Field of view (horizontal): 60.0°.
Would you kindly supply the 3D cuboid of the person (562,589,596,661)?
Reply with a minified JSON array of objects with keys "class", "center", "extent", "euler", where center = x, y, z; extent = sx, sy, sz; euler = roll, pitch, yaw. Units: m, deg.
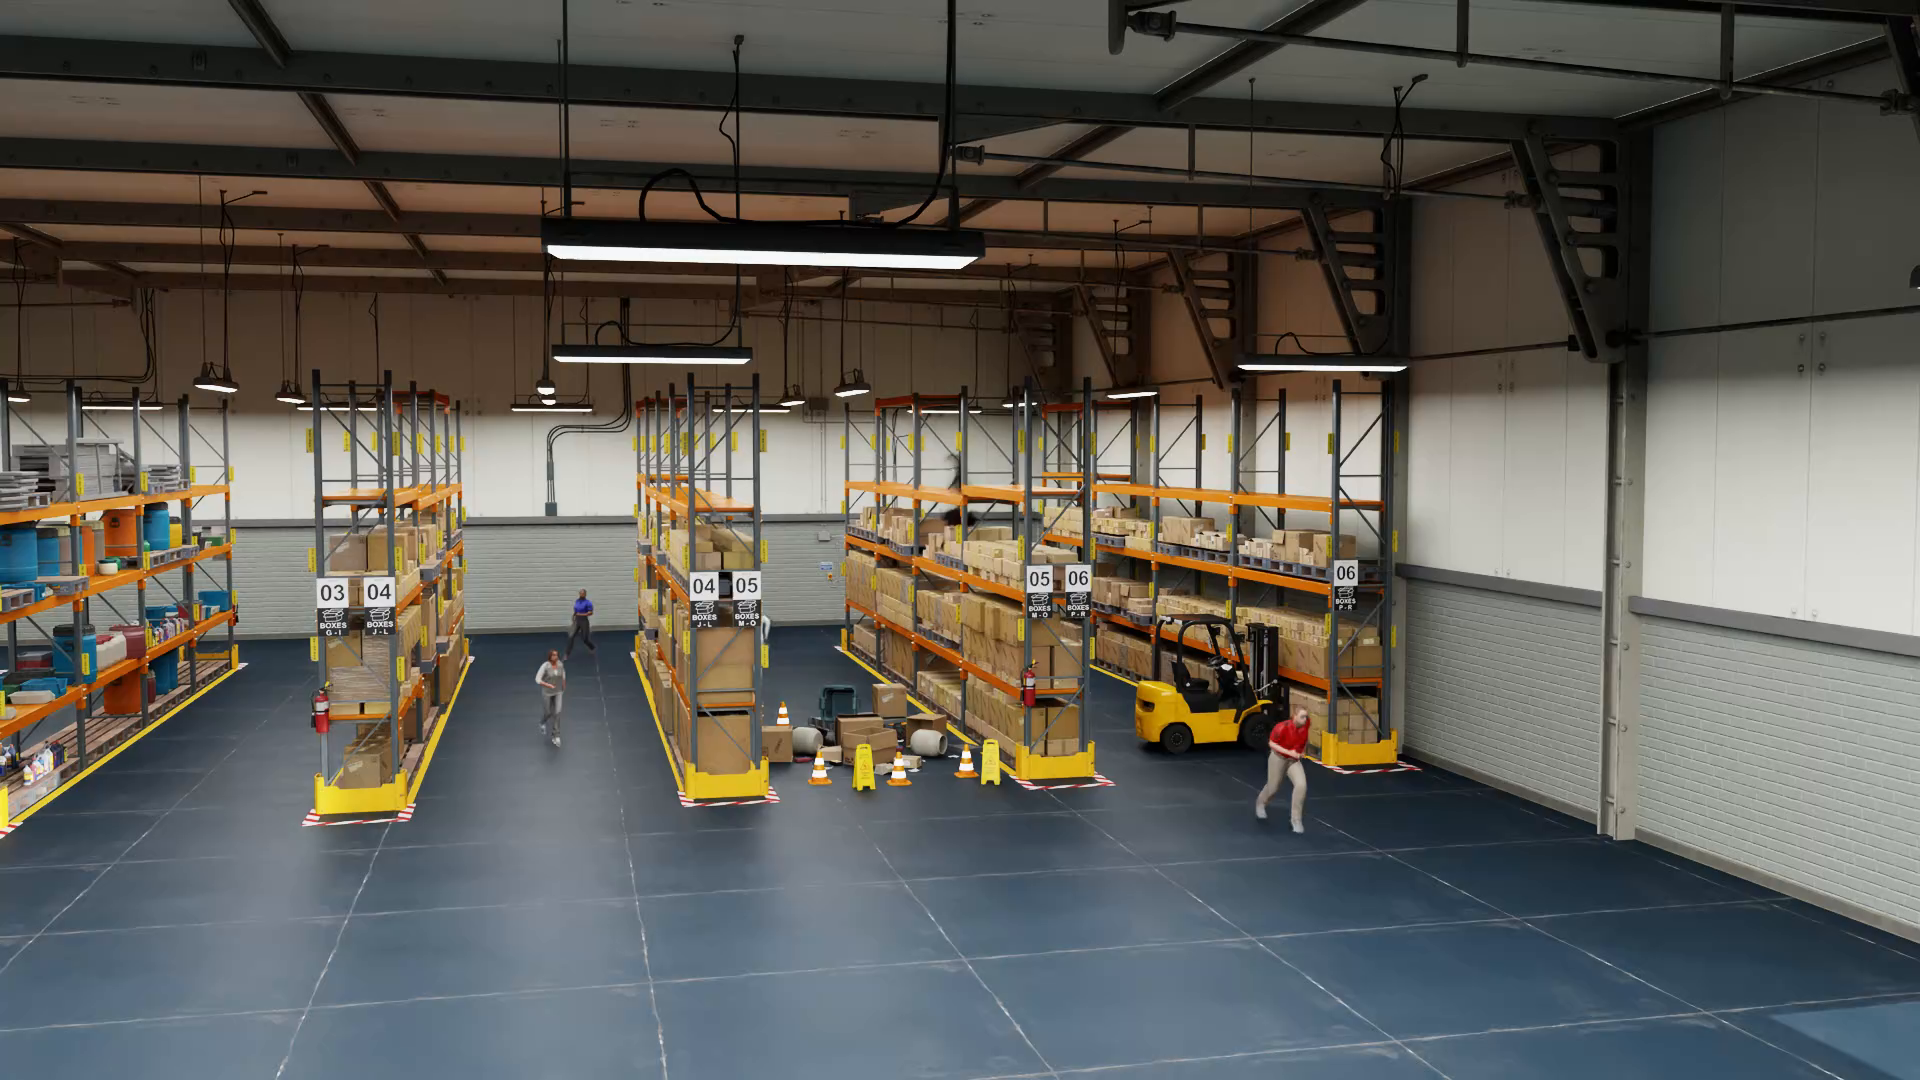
[{"class":"person","center":[-8.796,1.958,38.691],"extent":[0.602,1.653,0.935],"euler":[1,3,19]}]

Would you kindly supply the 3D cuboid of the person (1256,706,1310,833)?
[{"class":"person","center":[4.227,2.959,21.778],"extent":[0.707,1.697,1.007],"euler":[-2,4,-26]}]

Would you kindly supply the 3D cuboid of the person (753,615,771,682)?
[{"class":"person","center":[-4.294,2.157,34.919],"extent":[0.601,1.635,0.874],"euler":[-1,3,-14]}]

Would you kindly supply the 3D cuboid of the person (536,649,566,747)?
[{"class":"person","center":[-6.845,2.601,27.848],"extent":[0.564,1.592,0.921],"euler":[-2,4,-35]}]
